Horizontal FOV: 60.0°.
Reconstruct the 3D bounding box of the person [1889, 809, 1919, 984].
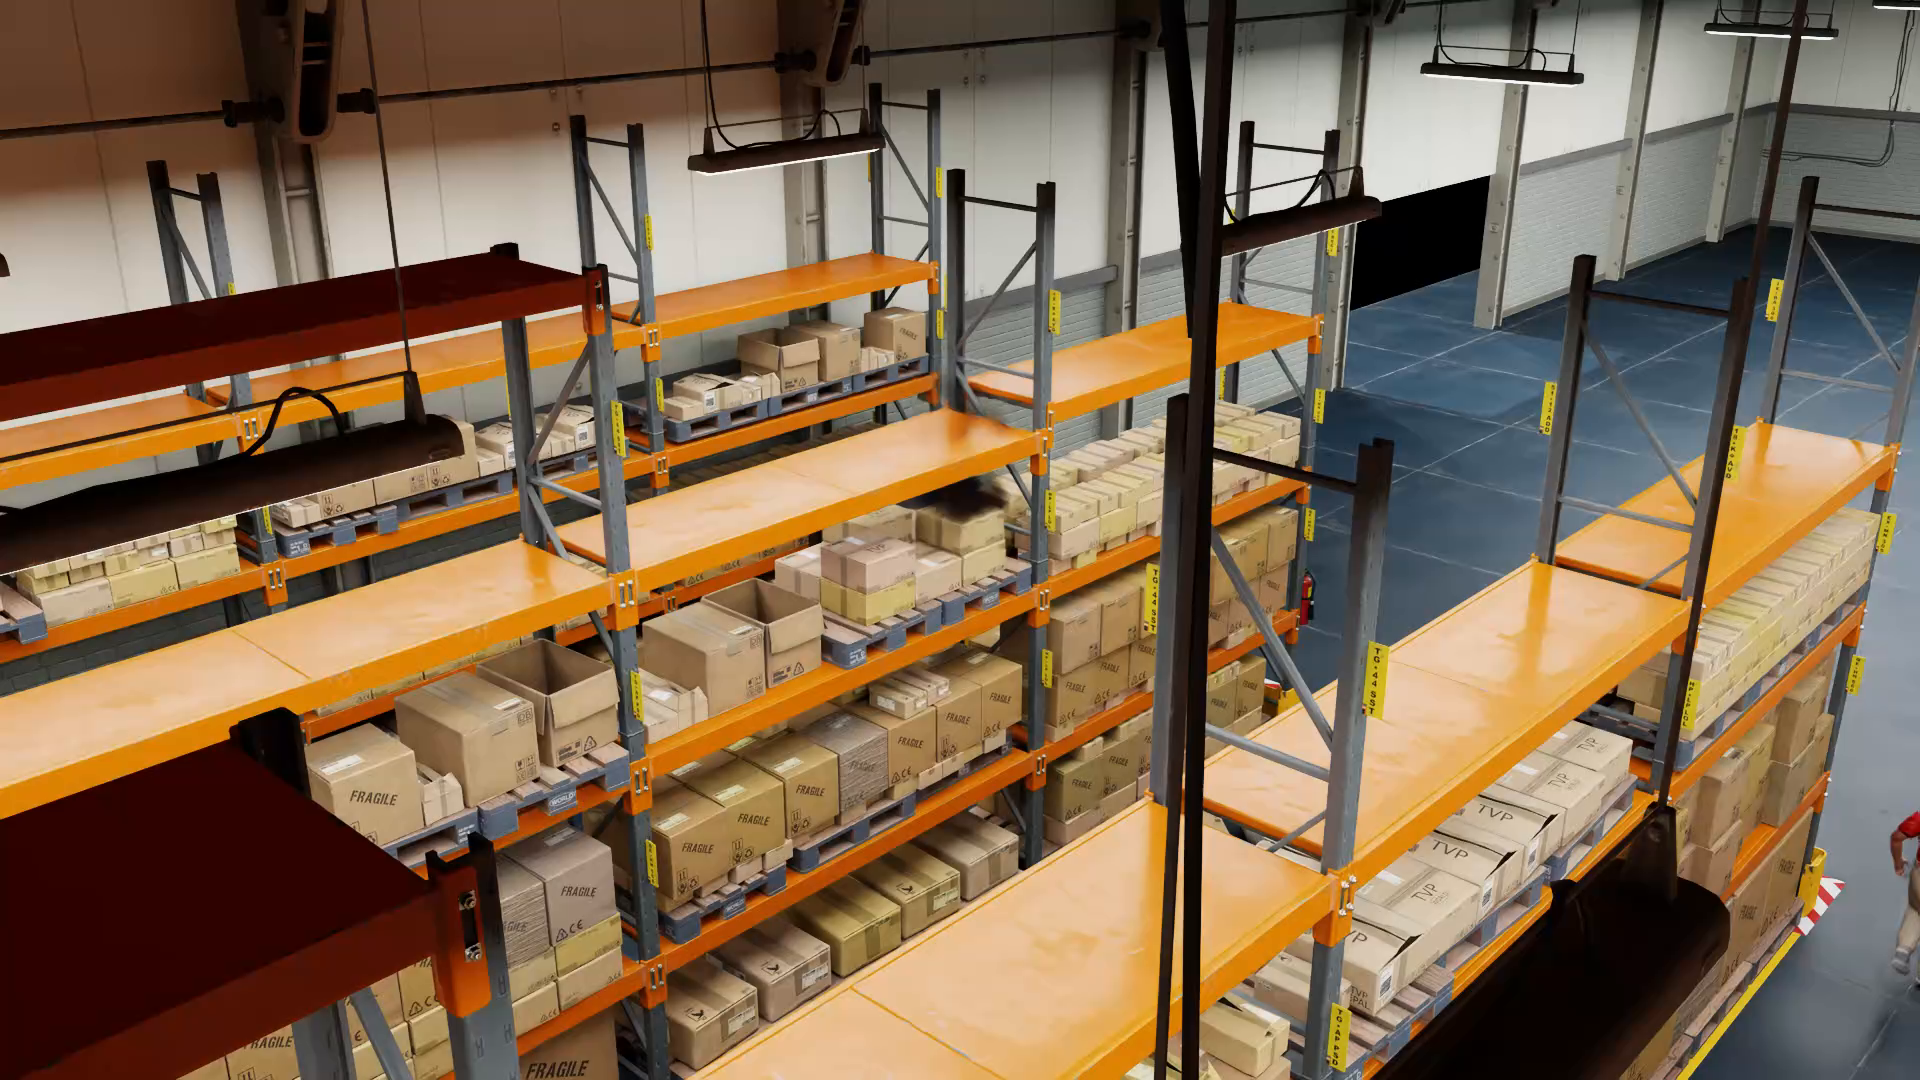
[{"bbox_3d":[7.572,2.639,12.903,0.700,1.694,0.589,16,27,36],"label":"person"}]
